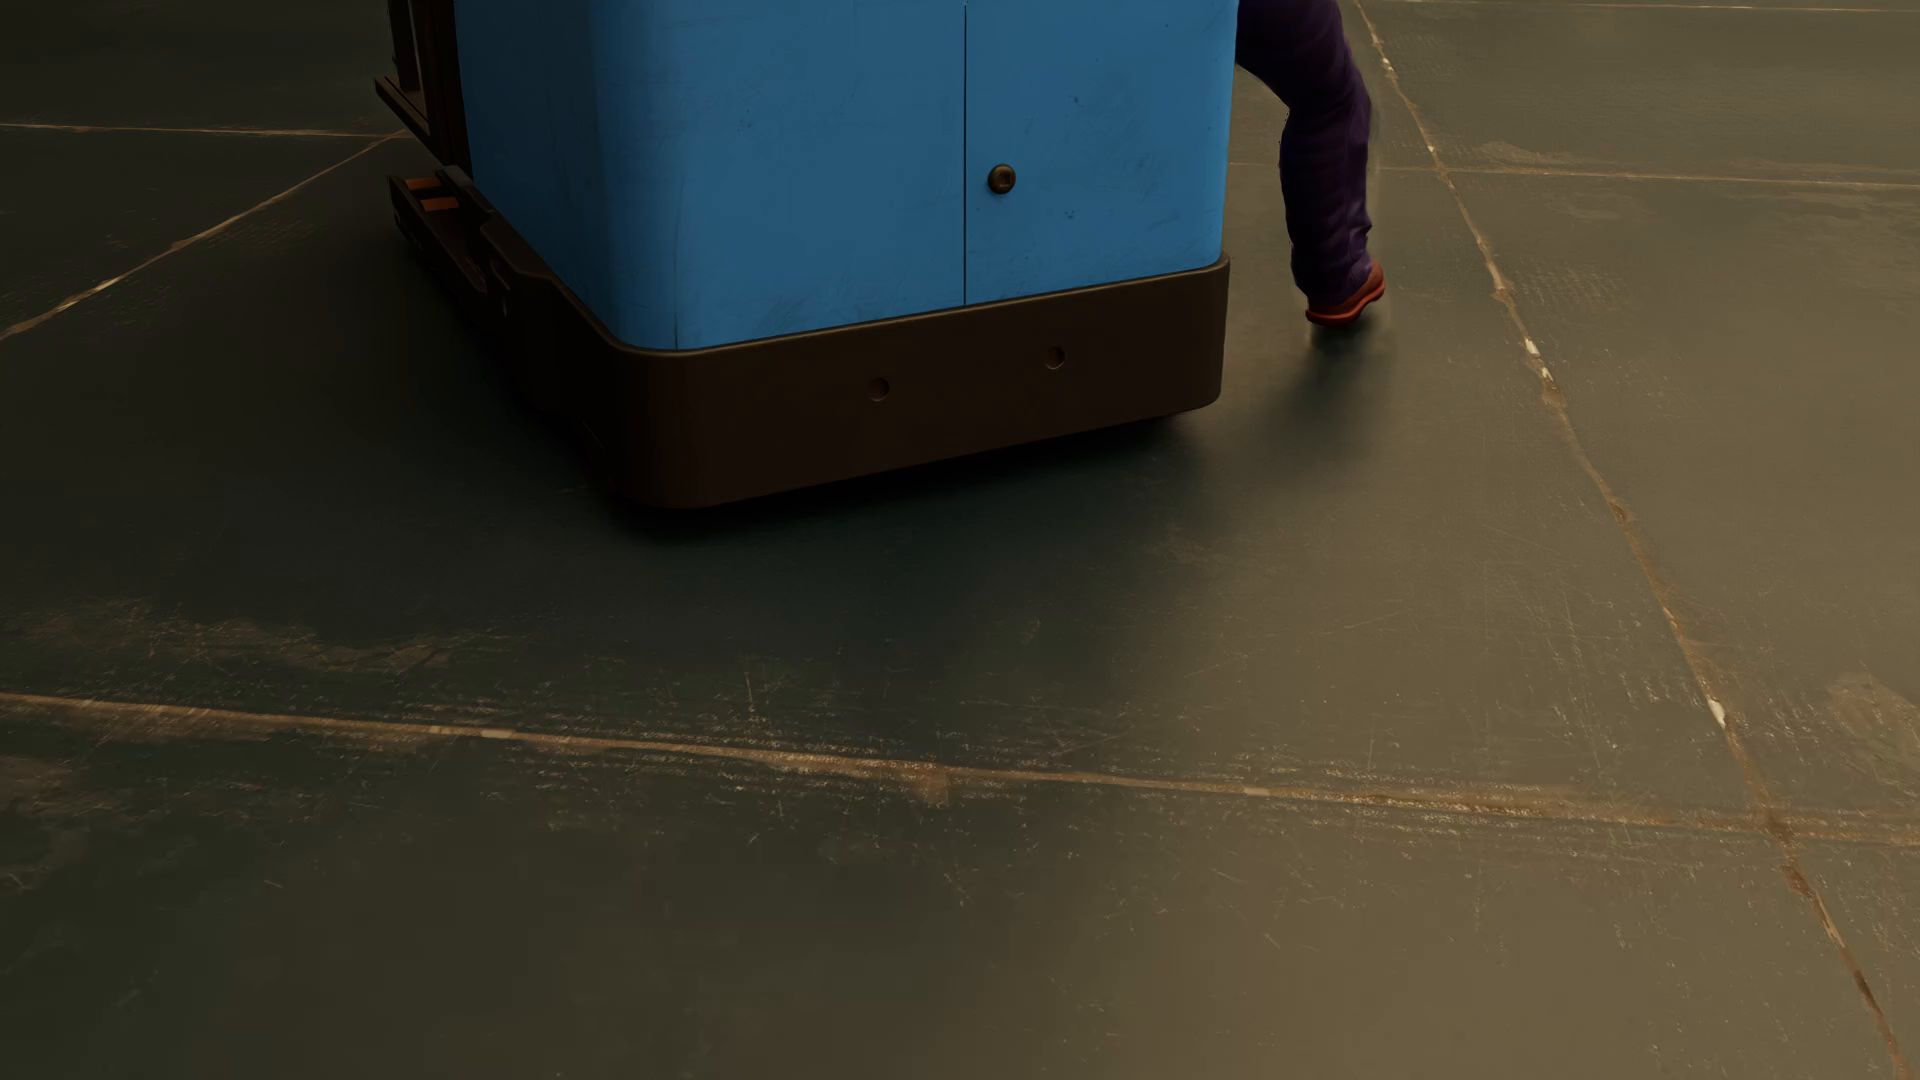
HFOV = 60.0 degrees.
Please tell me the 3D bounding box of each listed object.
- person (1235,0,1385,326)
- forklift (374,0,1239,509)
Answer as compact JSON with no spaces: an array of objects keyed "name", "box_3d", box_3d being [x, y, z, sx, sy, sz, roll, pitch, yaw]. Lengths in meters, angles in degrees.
[{"name":"person","box_3d":[0.352,-1.080,2.898,0.868,1.492,0.828,8,28,16]},{"name":"forklift","box_3d":[-0.662,-1.984,3.194,1.130,2.935,3.031,-13,29,-24]}]
